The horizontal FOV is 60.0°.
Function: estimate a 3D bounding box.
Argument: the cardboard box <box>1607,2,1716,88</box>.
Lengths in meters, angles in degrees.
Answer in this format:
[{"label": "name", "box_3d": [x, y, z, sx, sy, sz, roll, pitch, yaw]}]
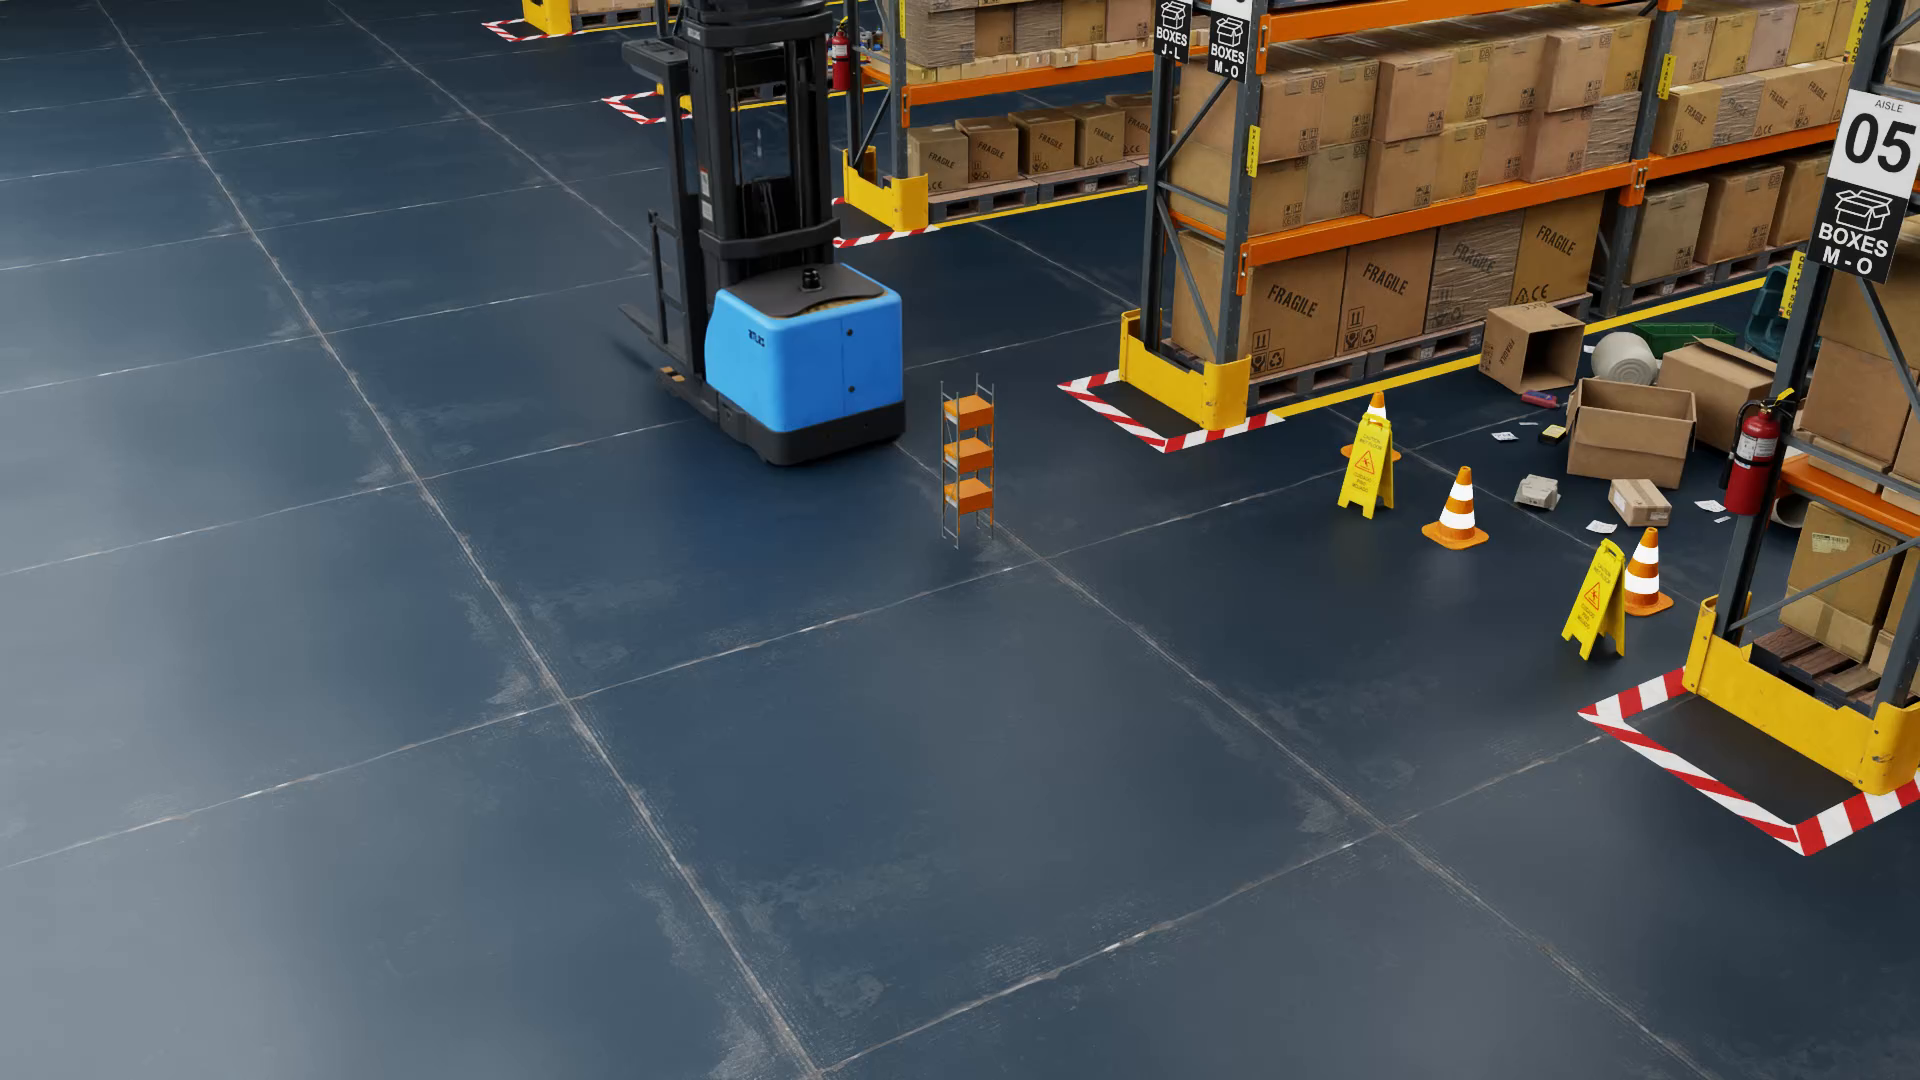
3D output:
[{"label": "cardboard box", "box_3d": [5.515, -3.946, 13.256, 0.500, 0.500, 0.700, -16, 33, -27]}]

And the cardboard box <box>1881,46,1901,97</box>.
[{"label": "cardboard box", "box_3d": [7.855, -4.020, 14.424, 0.500, 0.500, 0.500, -16, 33, -26]}]

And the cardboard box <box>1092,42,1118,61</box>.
[{"label": "cardboard box", "box_3d": [1.327, -4.785, 16.175, 0.250, 0.149, 0.380, -16, 33, -26]}]

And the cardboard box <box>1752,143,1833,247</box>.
[{"label": "cardboard box", "box_3d": [7.215, -3.191, 14.920, 0.750, 0.750, 1.050, -15, 32, -26]}]

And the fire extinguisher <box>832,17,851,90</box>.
[{"label": "fire extinguisher", "box_3d": [-1.117, -4.582, 15.627, 0.183, 0.674, 0.296, -16, 33, -26]}]

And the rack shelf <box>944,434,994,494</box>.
[{"label": "rack shelf", "box_3d": [0.046, -0.463, 10.123, 0.240, 0.259, 0.215, -16, 33, -26]}]

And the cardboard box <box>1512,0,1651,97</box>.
[{"label": "cardboard box", "box_3d": [4.754, -3.803, 12.862, 0.550, 0.550, 0.875, -16, 33, -26]}]

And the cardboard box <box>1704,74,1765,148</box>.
[{"label": "cardboard box", "box_3d": [6.114, -3.525, 13.527, 0.500, 0.500, 0.500, -16, 32, -26]}]

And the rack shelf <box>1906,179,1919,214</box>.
[{"label": "rack shelf", "box_3d": [5.960, -1.812, 8.167, 4.000, 0.370, 1.077, -16, 33, -26]}]

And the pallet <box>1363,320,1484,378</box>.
[{"label": "pallet", "box_3d": [3.341, -1.665, 13.147, 1.213, 0.211, 1.003, -16, 33, -26]}]

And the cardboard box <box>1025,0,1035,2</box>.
[{"label": "cardboard box", "box_3d": [0.692, -5.328, 15.451, 0.500, 0.500, 0.500, -16, 33, -26]}]

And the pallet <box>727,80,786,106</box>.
[{"label": "pallet", "box_3d": [-2.549, -5.529, 20.149, 1.213, 0.211, 1.003, -16, 33, -26]}]

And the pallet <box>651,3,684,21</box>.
[{"label": "pallet", "box_3d": [-4.112, -7.860, 24.373, 1.213, 0.211, 1.003, -16, 33, -26]}]

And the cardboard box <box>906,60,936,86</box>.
[{"label": "cardboard box", "box_3d": [-0.418, -4.313, 15.318, 0.250, 0.149, 0.380, -16, 33, -26]}]

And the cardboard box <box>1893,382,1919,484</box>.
[{"label": "cardboard box", "box_3d": [4.785, -0.498, 7.735, 0.500, 0.500, 0.500, -16, 33, -27]}]

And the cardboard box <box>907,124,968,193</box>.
[{"label": "cardboard box", "box_3d": [-0.238, -3.688, 16.078, 0.500, 0.500, 0.500, -10, 30, -17]}]

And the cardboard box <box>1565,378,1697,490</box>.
[{"label": "cardboard box", "box_3d": [4.467, -0.716, 11.124, 0.797, 0.503, 0.637, 10, 30, 17]}]

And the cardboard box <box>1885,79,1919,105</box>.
[{"label": "cardboard box", "box_3d": [4.540, -1.939, 7.501, 0.500, 0.250, 0.500, -16, 33, -27]}]

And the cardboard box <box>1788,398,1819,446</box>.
[{"label": "cardboard box", "box_3d": [5.895, -0.801, 11.524, 0.258, 0.266, 0.396, 10, 30, 17]}]

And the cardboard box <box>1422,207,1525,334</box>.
[{"label": "cardboard box", "box_3d": [3.737, -2.247, 13.080, 0.875, 0.875, 0.875, -16, 33, -26]}]

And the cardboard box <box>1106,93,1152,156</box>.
[{"label": "cardboard box", "box_3d": [1.809, -4.296, 17.181, 0.500, 0.500, 0.500, -6, 29, -11]}]

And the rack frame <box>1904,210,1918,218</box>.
[{"label": "rack frame", "box_3d": [8.538, -4.320, 15.071, 0.127, 3.000, 1.000, -16, 33, -26]}]

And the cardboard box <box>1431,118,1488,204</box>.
[{"label": "cardboard box", "box_3d": [3.383, -2.912, 12.365, 0.500, 0.550, 0.875, -16, 33, -26]}]

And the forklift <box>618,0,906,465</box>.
[{"label": "forklift", "box_3d": [-1.615, -2.445, 11.746, 1.130, 2.935, 3.031, -18, 34, -29]}]

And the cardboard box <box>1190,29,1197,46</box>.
[{"label": "cardboard box", "box_3d": [2.161, -5.053, 16.660, 0.250, 0.149, 0.380, -16, 33, -26]}]

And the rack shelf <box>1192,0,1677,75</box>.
[{"label": "rack shelf", "box_3d": [3.365, -3.849, 11.859, 4.000, 0.370, 1.077, -16, 33, -26]}]

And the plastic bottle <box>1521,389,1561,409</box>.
[{"label": "plastic bottle", "box_3d": [4.258, -1.020, 12.134, 0.283, 0.061, 0.133, 22, 36, 34]}]

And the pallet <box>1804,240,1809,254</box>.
[{"label": "pallet", "box_3d": [7.820, -2.937, 15.452, 1.213, 0.211, 1.003, -16, 33, -26]}]

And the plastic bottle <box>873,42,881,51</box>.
[{"label": "plastic bottle", "box_3d": [-1.017, -5.986, 20.458, 0.097, 0.271, 0.097, 0, 29, 0]}]

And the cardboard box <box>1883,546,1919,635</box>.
[{"label": "cardboard box", "box_3d": [5.091, 0.279, 8.372, 0.500, 0.500, 0.500, -17, 33, -28]}]

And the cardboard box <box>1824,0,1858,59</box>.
[{"label": "cardboard box", "box_3d": [7.269, -4.444, 14.159, 0.500, 0.500, 0.700, -16, 33, -27]}]

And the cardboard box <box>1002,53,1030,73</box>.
[{"label": "cardboard box", "box_3d": [0.454, -4.549, 15.747, 0.250, 0.149, 0.380, -16, 33, -26]}]

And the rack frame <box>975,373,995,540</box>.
[{"label": "rack frame", "box_3d": [0.151, -0.503, 10.172, 0.008, 1.050, 0.200, -16, 33, -26]}]

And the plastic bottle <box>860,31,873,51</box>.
[{"label": "plastic bottle", "box_3d": [-1.184, -6.264, 20.958, 0.135, 0.276, 0.152, -16, 33, -26]}]

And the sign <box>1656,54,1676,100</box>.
[{"label": "sign", "box_3d": [5.372, -3.523, 12.650, 0.005, 0.325, 0.100, -16, 33, -26]}]

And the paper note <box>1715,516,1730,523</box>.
[{"label": "paper note", "box_3d": [4.850, -0.131, 10.575, 0.123, 0.001, 0.032, -16, 33, -26]}]

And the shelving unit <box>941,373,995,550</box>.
[{"label": "shelving unit", "box_3d": [0.046, -0.473, 10.118, 0.252, 1.050, 0.215, -16, 33, -26]}]

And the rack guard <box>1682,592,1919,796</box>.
[{"label": "rack guard", "box_3d": [4.301, 0.752, 8.468, 0.348, 0.500, 1.175, -16, 33, -26]}]

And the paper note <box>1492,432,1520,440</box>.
[{"label": "paper note", "box_3d": [3.817, -0.727, 11.636, 0.142, 0.017, 0.144, -5, 29, -9]}]

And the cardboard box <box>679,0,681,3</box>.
[{"label": "cardboard box", "box_3d": [-3.931, -7.965, 24.088, 0.500, 0.250, 0.500, -16, 33, -26]}]

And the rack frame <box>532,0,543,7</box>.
[{"label": "rack frame", "box_3d": [-5.800, -8.580, 22.791, 0.127, 3.000, 1.000, -16, 33, -26]}]

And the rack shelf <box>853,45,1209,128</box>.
[{"label": "rack shelf", "box_3d": [0.939, -4.627, 16.372, 4.000, 0.370, 1.077, -16, 33, -26]}]

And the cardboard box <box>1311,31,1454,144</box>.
[{"label": "cardboard box", "box_3d": [2.959, -3.228, 11.820, 0.550, 0.550, 0.875, -16, 33, -26]}]

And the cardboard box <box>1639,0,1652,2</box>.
[{"label": "cardboard box", "box_3d": [8.250, -6.259, 20.350, 0.875, 0.875, 1.225, -17, 33, -28]}]

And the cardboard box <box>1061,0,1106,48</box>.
[{"label": "cardboard box", "box_3d": [0.963, -5.144, 16.153, 0.500, 0.500, 0.875, -16, 33, -26]}]

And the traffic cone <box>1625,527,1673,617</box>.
[{"label": "traffic cone", "box_3d": [3.953, 0.144, 9.608, 0.334, 0.463, 0.336, -16, 33, -26]}]

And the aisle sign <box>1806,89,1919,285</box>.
[{"label": "aisle sign", "box_3d": [4.035, -1.568, 7.394, 0.004, 0.787, 0.394, -16, 33, -26]}]
